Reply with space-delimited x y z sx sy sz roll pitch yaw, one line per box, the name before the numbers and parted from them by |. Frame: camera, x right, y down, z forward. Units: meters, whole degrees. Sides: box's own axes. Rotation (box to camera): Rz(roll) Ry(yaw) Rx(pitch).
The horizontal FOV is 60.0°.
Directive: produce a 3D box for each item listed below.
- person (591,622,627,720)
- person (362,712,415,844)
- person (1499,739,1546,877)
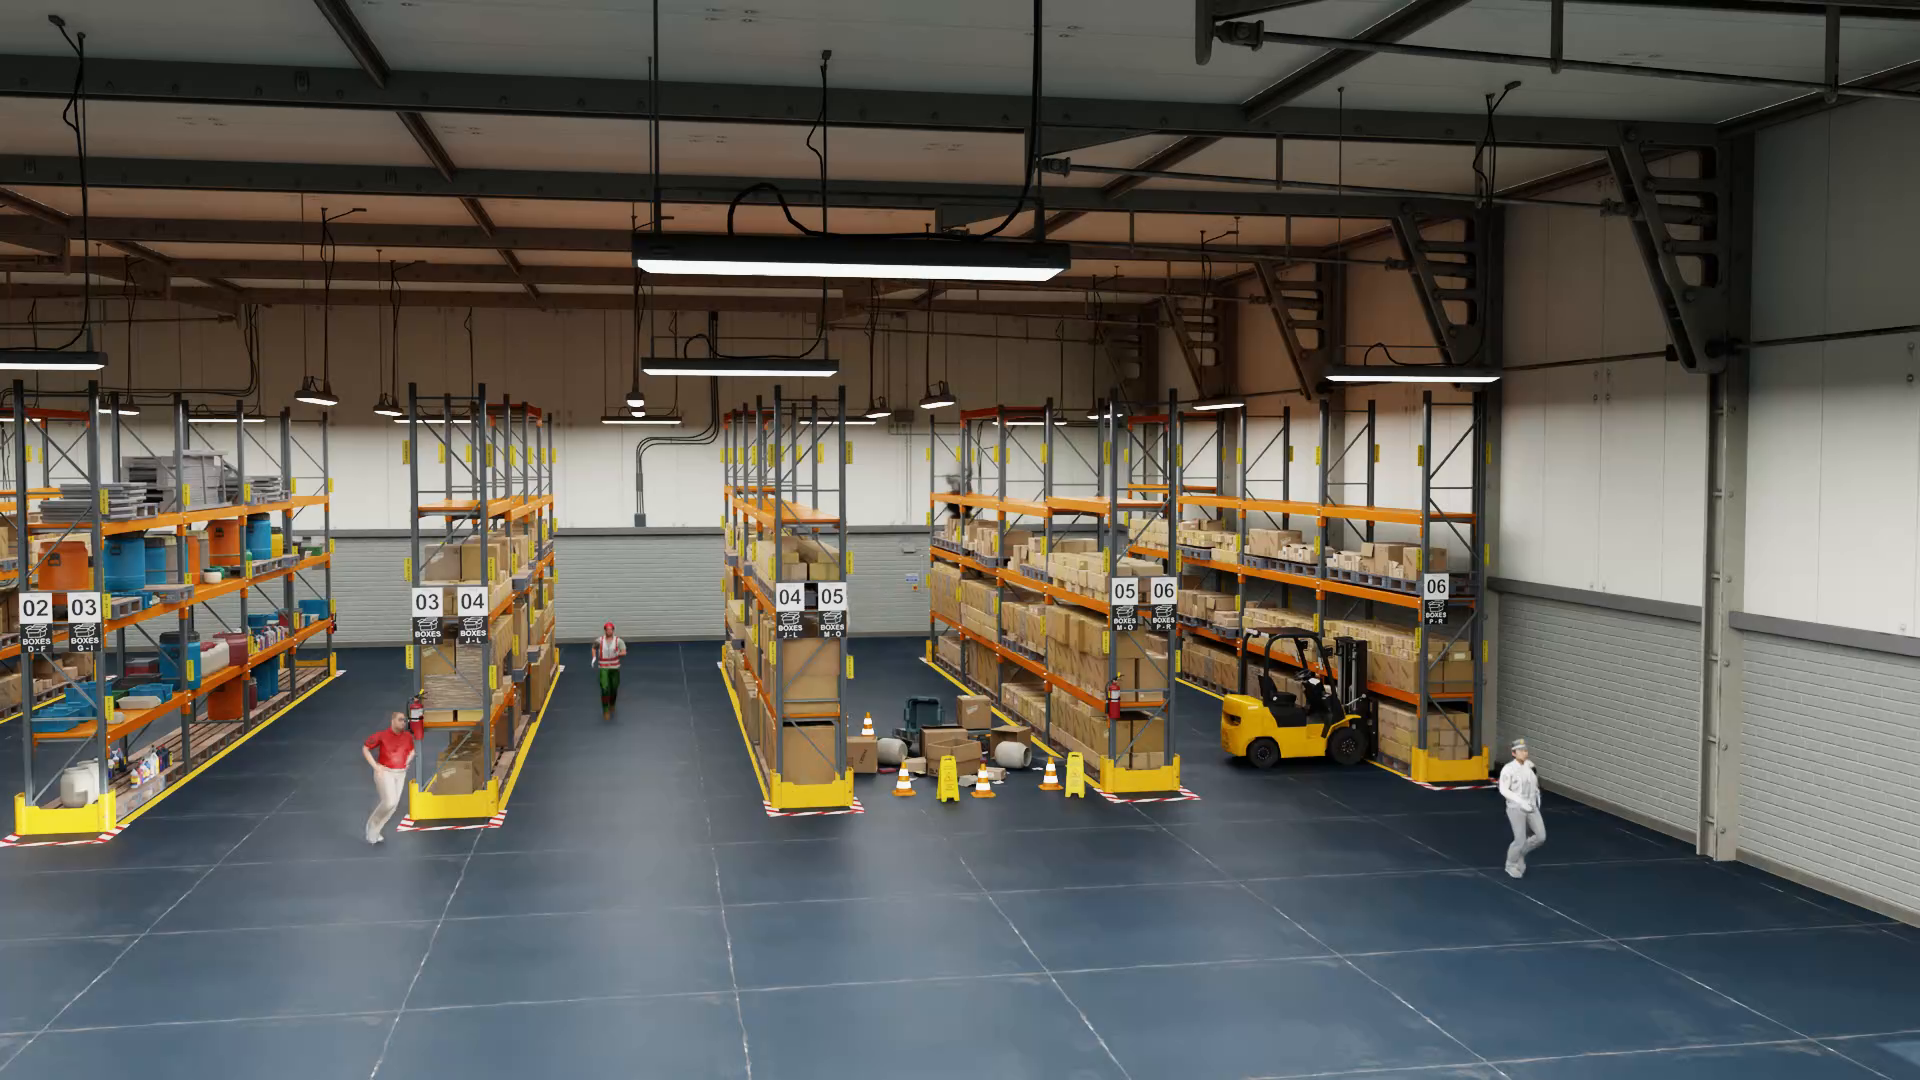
person | -6.707 2.475 31.783 0.655 1.817 0.909 -1 3 -16
person | -7.382 3.074 21.625 0.599 1.672 0.696 2 4 35
person | 6.684 3.174 19.703 0.629 1.658 0.534 -1 3 -21
